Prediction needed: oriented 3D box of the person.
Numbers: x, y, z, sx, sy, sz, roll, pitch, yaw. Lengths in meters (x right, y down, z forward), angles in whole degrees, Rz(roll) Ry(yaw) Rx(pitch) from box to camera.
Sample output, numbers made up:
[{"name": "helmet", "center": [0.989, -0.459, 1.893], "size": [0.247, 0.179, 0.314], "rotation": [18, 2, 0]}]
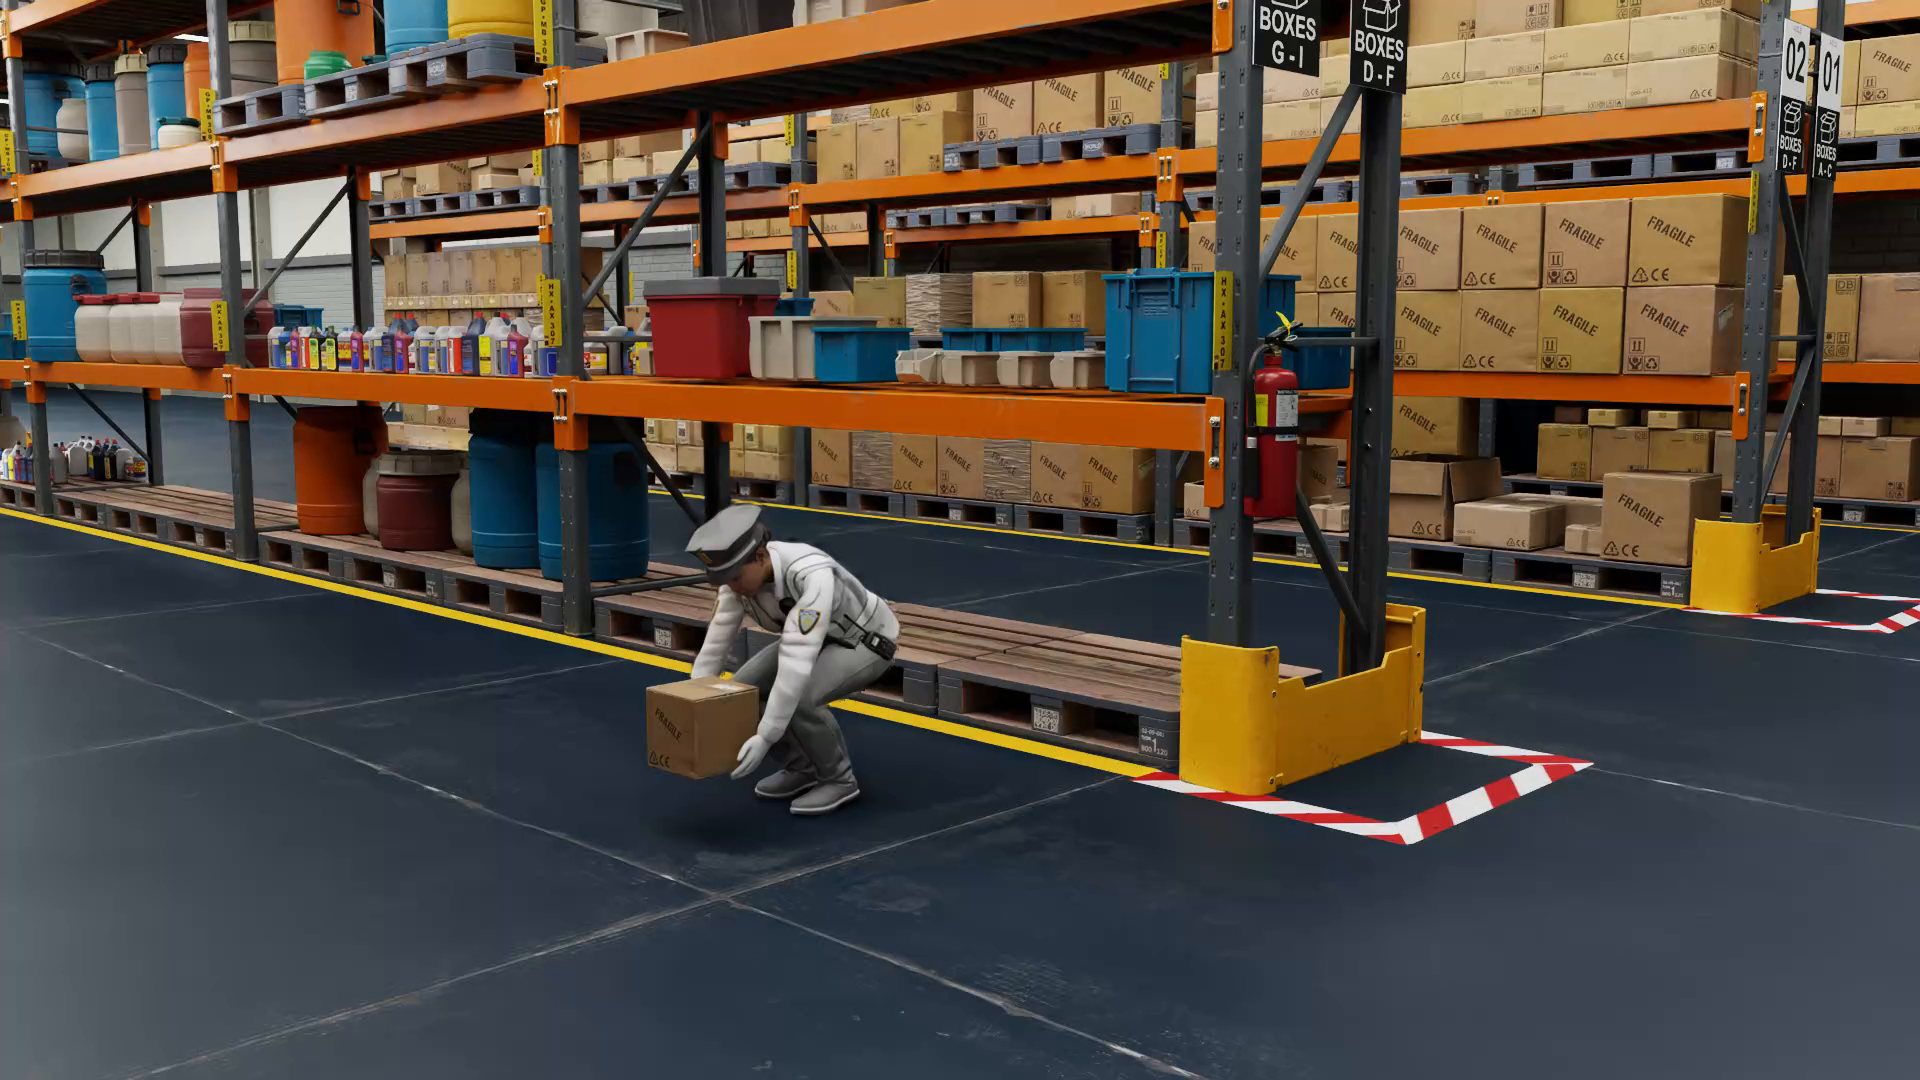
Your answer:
[{"name": "person", "center": [-0.539, 0.374, 5.396], "size": [0.498, 1.020, 0.819], "rotation": [7, 10, 43]}]
